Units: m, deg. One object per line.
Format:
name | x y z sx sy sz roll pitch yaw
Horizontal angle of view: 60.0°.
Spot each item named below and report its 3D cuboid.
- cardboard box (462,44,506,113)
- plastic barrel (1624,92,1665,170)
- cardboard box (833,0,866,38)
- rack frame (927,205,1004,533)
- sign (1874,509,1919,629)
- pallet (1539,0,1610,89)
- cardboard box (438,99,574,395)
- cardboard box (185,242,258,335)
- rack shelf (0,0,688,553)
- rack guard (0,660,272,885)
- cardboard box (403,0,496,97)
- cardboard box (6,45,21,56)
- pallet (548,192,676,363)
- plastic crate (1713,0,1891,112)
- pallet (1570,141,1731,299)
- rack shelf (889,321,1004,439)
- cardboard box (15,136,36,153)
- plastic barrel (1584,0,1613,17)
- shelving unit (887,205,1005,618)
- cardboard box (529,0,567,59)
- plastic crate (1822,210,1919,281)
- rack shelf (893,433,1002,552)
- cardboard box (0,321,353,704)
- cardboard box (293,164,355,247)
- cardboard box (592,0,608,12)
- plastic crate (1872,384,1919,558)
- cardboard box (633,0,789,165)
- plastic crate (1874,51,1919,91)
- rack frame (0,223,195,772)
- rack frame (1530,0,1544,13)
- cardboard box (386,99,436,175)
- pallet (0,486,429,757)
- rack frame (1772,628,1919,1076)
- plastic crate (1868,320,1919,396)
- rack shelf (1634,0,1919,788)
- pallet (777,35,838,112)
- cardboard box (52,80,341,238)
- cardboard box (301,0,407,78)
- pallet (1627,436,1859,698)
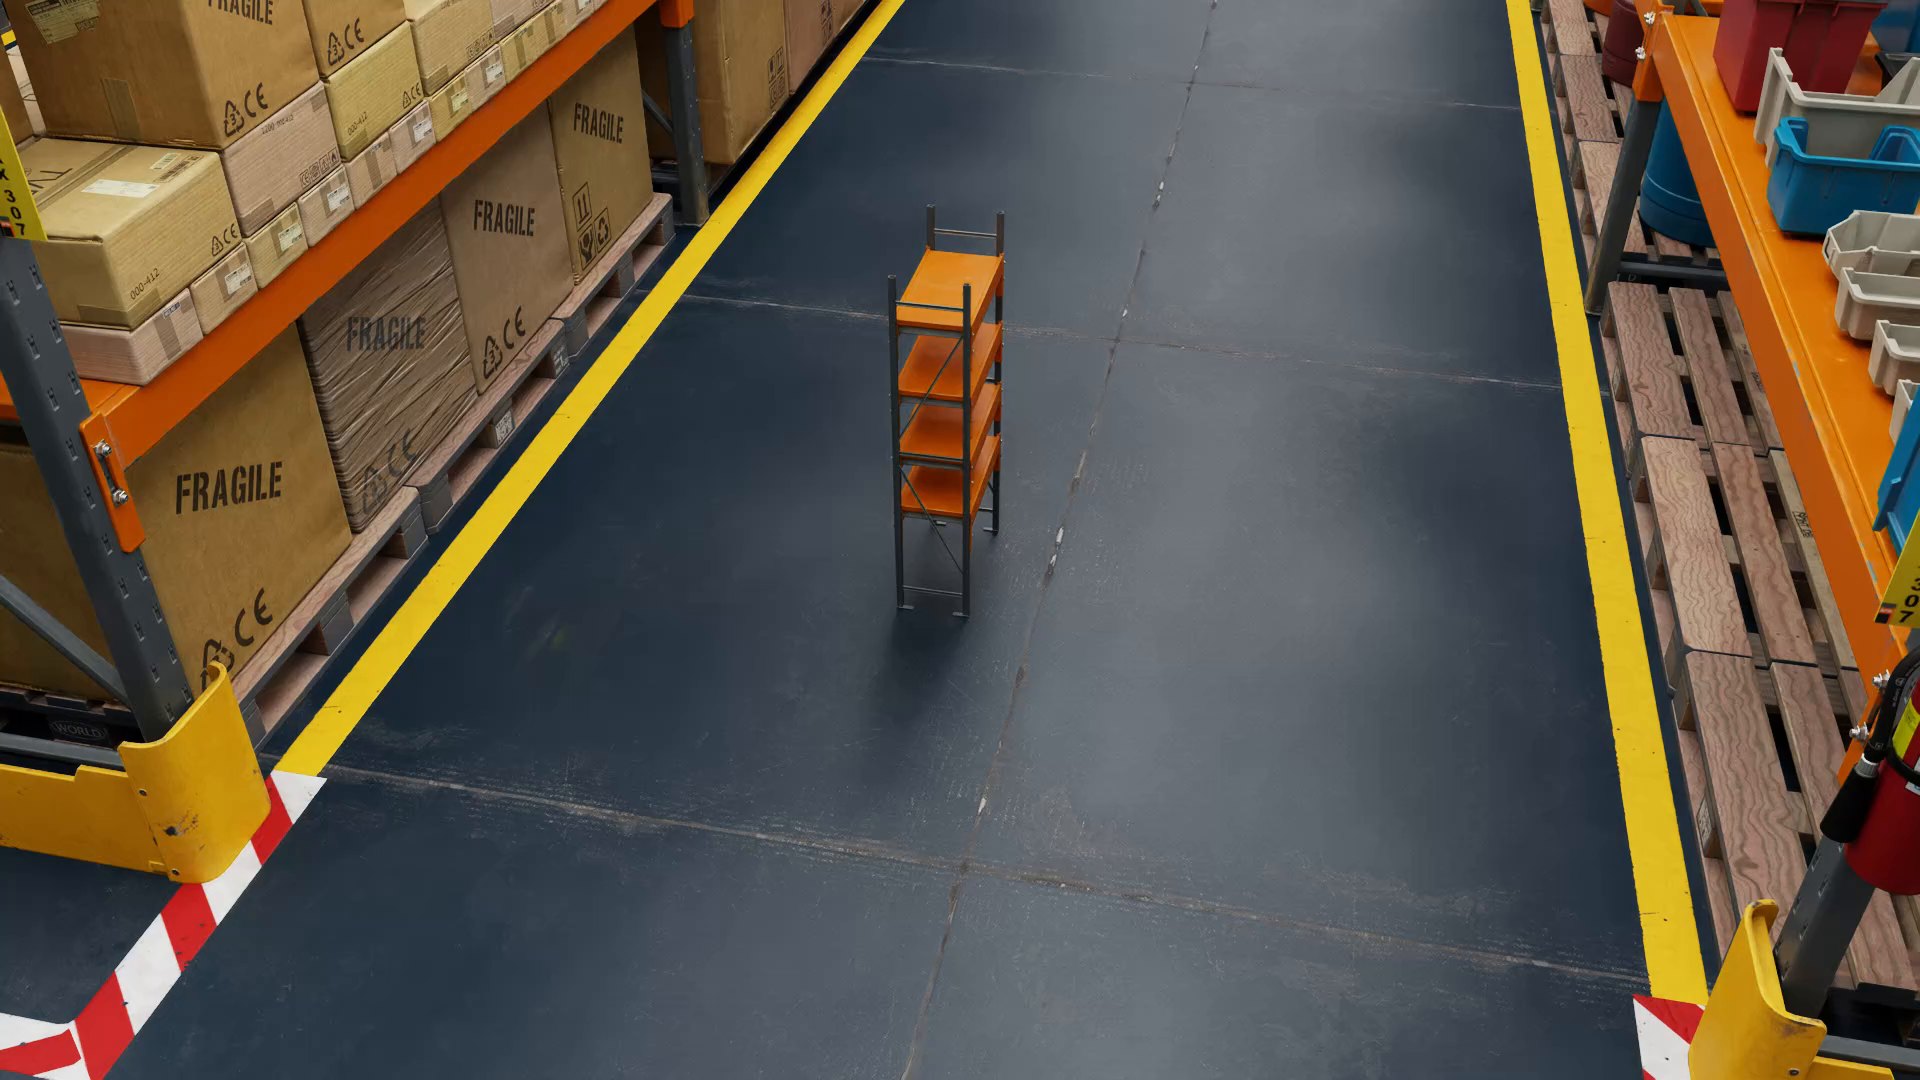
cardboard box | -1.756 -1.559 5.559 0.380 0.149 0.250 8 37 11
plastic barrel | 3.441 -2.175 7.625 0.600 0.901 0.708 7 37 10
cardboard box | -1.193 -3.459 9.420 1.225 0.875 0.875 7 37 10
rack frame | 0.017 -0.531 5.460 0.240 1.200 0.015 7 37 10
sign | 1.762 0.029 3.015 0.100 0.325 0.005 7 37 10
pallet | 3.884 -2.846 9.496 1.003 0.211 1.213 7 37 10
cardboard box | -2.093 -1.185 6.281 0.875 0.875 0.875 7 37 10
cardboard box | -2.084 -0.674 4.338 0.380 0.149 0.250 7 36 9
rack shelf | -2.108 -1.322 5.630 1.077 0.370 4.000 7 37 10
rack guard | -2.541 0.560 4.552 1.175 0.500 0.348 7 37 10
cardboard box | -1.848 -1.654 5.350 0.500 0.250 0.500 7 36 9
cardboard box | -2.474 -1.420 5.027 0.500 0.250 0.500 6 36 8
pallet | -1.920 -1.204 7.232 1.003 0.211 1.213 7 37 10
plastic crate | 2.722 -1.708 5.445 0.402 0.464 0.583 7 37 10
pallet | 3.363 -1.447 7.566 1.003 0.211 1.213 7 37 10
rack shelf | -0.035 -0.518 5.175 0.258 0.148 0.480 7 37 10
cardboard box | -2.691 -0.837 4.223 0.500 0.250 0.500 7 36 9
plastic barrel | 3.924 -3.441 9.432 0.600 0.830 0.708 7 37 10
shelving unit | -0.035 -0.391 5.267 0.258 1.200 0.503 7 37 10
cardboard box | -1.646 -1.852 5.963 0.380 0.149 0.250 8 37 11
plastic crate | 2.457 -0.752 4.405 0.298 0.136 0.250 7 37 10
rack shelf | -0.035 -0.176 5.423 0.258 0.148 0.480 7 37 10
cardboard box | -2.477 -0.153 4.858 0.875 0.875 0.875 7 37 10
cardboard box | -1.975 -0.970 4.747 0.380 0.149 0.250 7 36 9
cardboard box | -1.536 -2.147 6.370 0.380 0.149 0.250 7 36 9
plastic crate | 2.192 -0.099 3.250 0.616 0.435 0.499 7 37 10
cardboard box | -1.564 -2.439 8.011 1.225 0.875 0.875 7 37 10
plastic crate | 3.181 -1.376 5.276 0.437 0.125 0.590 7 37 10
rack frame | -2.536 -0.466 3.837 1.000 3.000 0.127 7 37 10
rack frame | 4.012 -4.432 9.309 1.000 3.000 0.127 7 37 10
cardboard box | -1.865 -1.264 5.152 0.380 0.149 0.250 7 37 9
pallet | -2.441 0.195 5.302 1.003 0.211 1.213 7 37 10
rack frame | 2.303 0.155 2.981 1.000 3.000 0.127 7 37 10
plastic crate | 2.376 -0.417 3.944 0.396 0.136 0.243 7 37 10
rack shelf | 2.730 -0.701 4.774 1.077 0.370 4.000 7 37 10
pallet | -1.332 -2.784 9.411 1.003 0.211 1.213 7 37 10
cardboard box | -2.065 -1.066 4.539 0.500 0.250 0.500 7 37 9
cardboard box | -1.958 -1.655 4.713 0.500 0.500 0.500 6 36 9
pallet | 2.780 0.118 5.407 1.003 0.211 1.213 7 37 10
